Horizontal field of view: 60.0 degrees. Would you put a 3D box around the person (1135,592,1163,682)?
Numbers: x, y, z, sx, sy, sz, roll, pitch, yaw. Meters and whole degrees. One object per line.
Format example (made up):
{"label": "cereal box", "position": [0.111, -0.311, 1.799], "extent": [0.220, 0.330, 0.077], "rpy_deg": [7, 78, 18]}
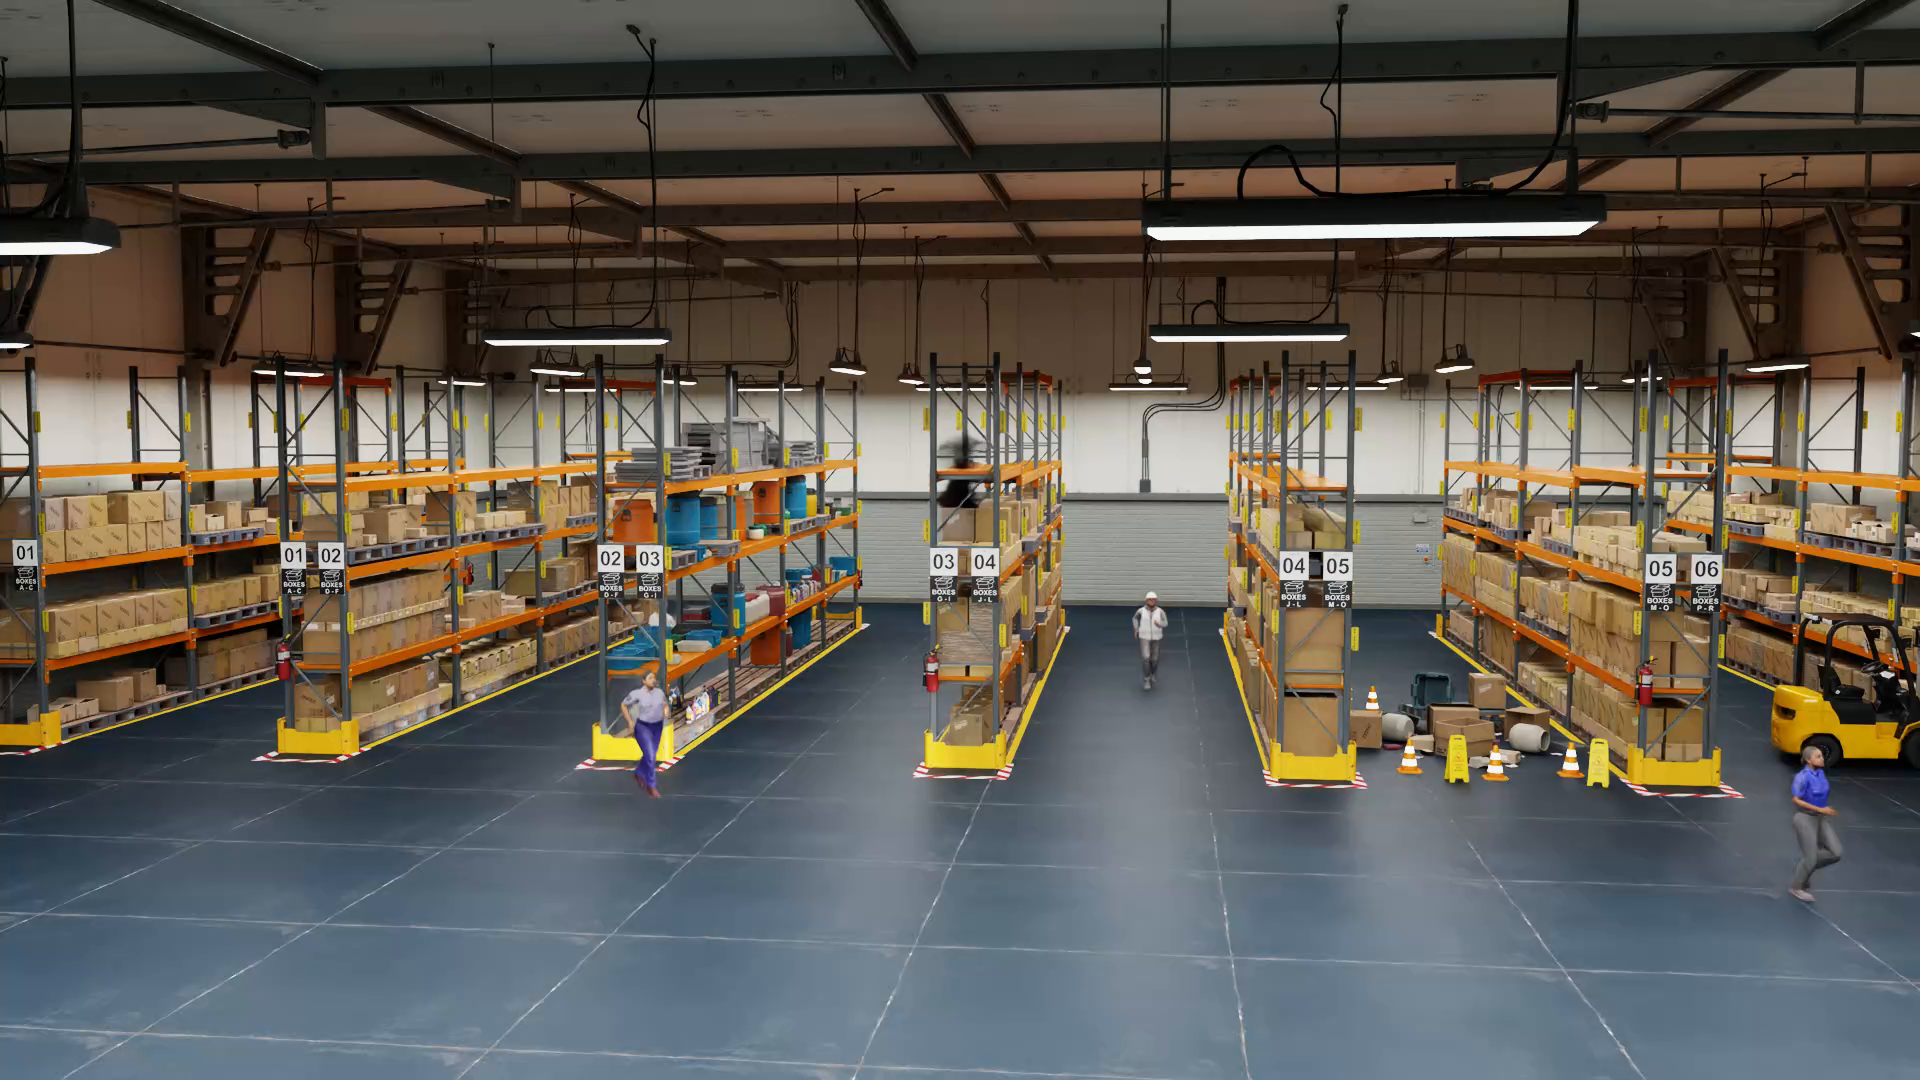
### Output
{"label": "person", "position": [3.562, 1.818, 31.418], "extent": [0.523, 1.685, 0.796], "rpy_deg": [0, 4, -1]}

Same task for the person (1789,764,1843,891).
{"label": "person", "position": [8.933, 3.032, 17.379], "extent": [0.577, 1.333, 0.474], "rpy_deg": [-3, 5, -33]}

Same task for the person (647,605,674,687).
{"label": "person", "position": [-5.639, 1.973, 31.272], "extent": [0.634, 1.649, 0.587], "rpy_deg": [1, 4, 13]}

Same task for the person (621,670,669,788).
{"label": "person", "position": [-4.199, 2.533, 22.390], "extent": [0.757, 1.529, 0.592], "rpy_deg": [4, 5, 43]}
